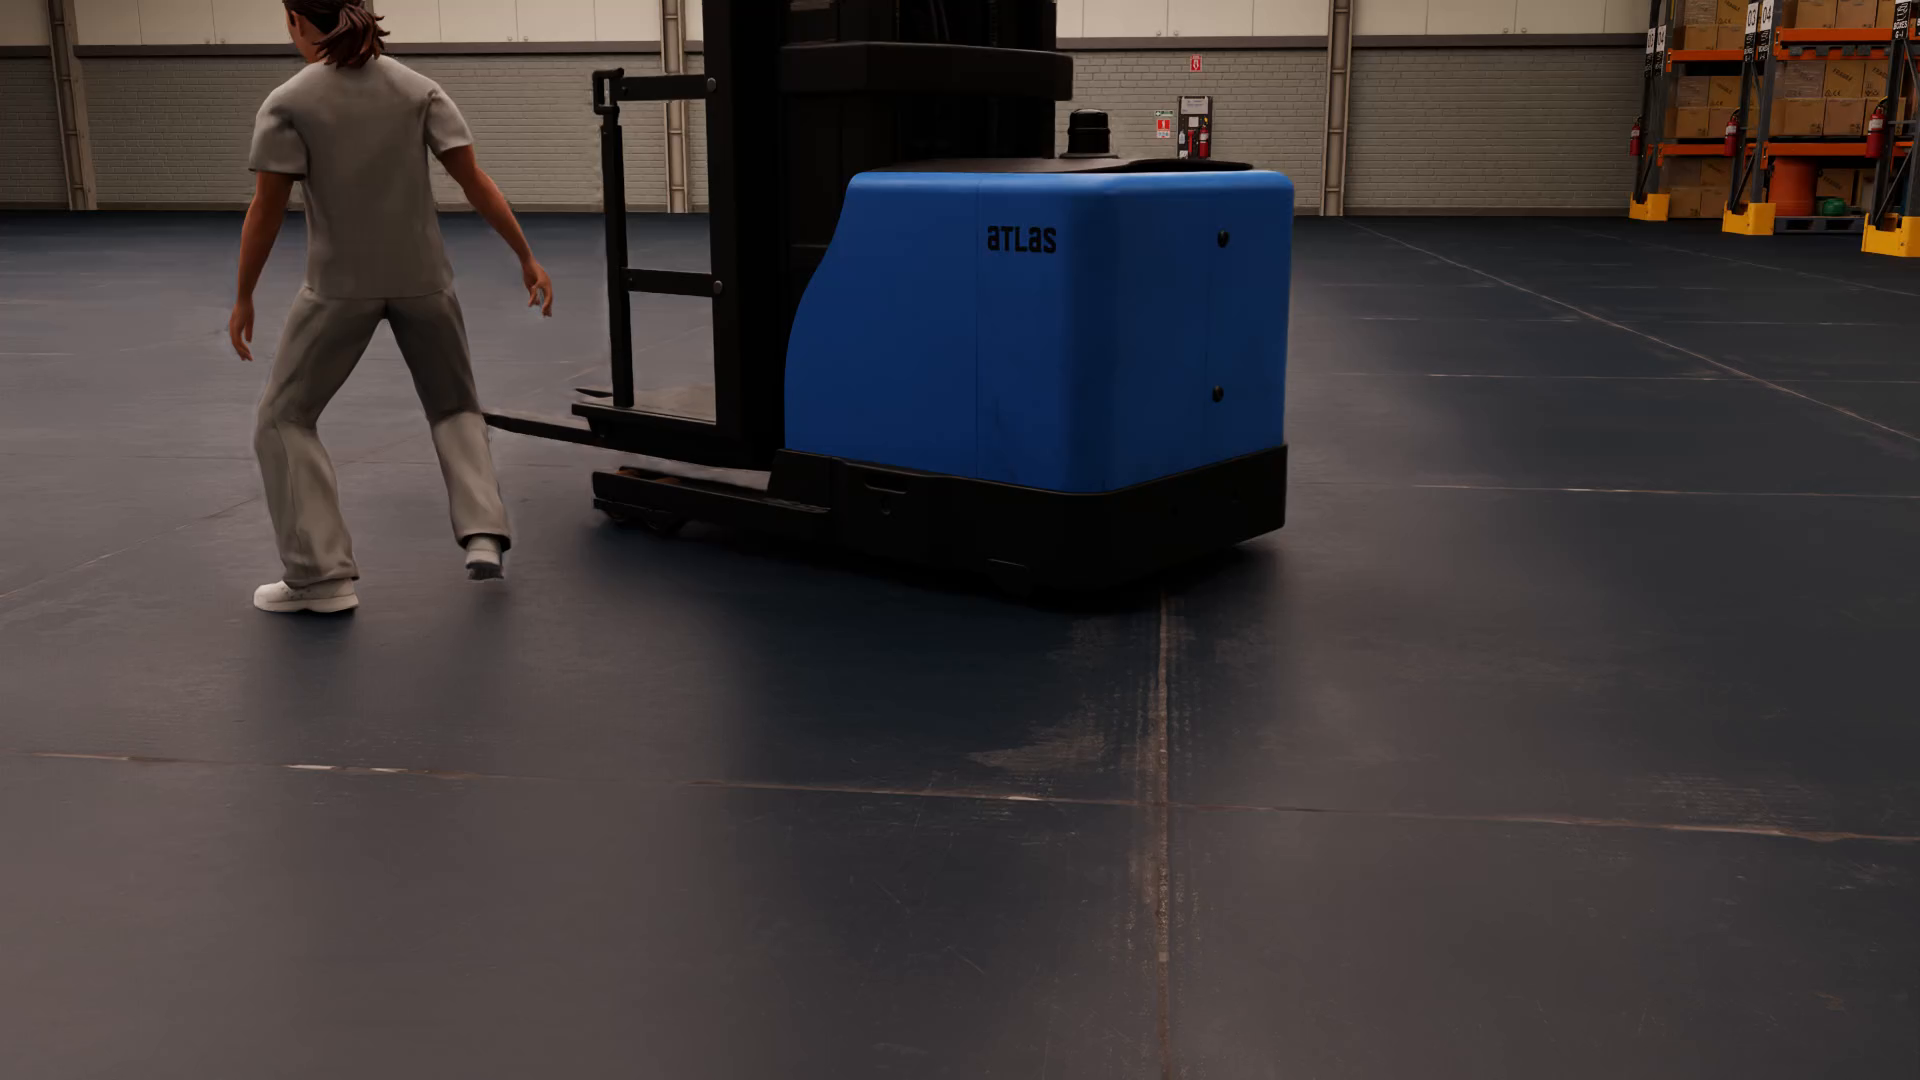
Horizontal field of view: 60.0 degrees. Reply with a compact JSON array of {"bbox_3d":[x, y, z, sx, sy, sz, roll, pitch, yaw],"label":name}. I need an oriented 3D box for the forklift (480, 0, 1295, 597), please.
[{"bbox_3d":[-0.515,-1.536,5.076,3.031,2.935,1.130,11,17,38],"label":"forklift"}]

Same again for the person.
[{"bbox_3d":[-1.423,-0.627,4.172,0.781,1.591,0.484,-7,15,-26],"label":"person"}]
